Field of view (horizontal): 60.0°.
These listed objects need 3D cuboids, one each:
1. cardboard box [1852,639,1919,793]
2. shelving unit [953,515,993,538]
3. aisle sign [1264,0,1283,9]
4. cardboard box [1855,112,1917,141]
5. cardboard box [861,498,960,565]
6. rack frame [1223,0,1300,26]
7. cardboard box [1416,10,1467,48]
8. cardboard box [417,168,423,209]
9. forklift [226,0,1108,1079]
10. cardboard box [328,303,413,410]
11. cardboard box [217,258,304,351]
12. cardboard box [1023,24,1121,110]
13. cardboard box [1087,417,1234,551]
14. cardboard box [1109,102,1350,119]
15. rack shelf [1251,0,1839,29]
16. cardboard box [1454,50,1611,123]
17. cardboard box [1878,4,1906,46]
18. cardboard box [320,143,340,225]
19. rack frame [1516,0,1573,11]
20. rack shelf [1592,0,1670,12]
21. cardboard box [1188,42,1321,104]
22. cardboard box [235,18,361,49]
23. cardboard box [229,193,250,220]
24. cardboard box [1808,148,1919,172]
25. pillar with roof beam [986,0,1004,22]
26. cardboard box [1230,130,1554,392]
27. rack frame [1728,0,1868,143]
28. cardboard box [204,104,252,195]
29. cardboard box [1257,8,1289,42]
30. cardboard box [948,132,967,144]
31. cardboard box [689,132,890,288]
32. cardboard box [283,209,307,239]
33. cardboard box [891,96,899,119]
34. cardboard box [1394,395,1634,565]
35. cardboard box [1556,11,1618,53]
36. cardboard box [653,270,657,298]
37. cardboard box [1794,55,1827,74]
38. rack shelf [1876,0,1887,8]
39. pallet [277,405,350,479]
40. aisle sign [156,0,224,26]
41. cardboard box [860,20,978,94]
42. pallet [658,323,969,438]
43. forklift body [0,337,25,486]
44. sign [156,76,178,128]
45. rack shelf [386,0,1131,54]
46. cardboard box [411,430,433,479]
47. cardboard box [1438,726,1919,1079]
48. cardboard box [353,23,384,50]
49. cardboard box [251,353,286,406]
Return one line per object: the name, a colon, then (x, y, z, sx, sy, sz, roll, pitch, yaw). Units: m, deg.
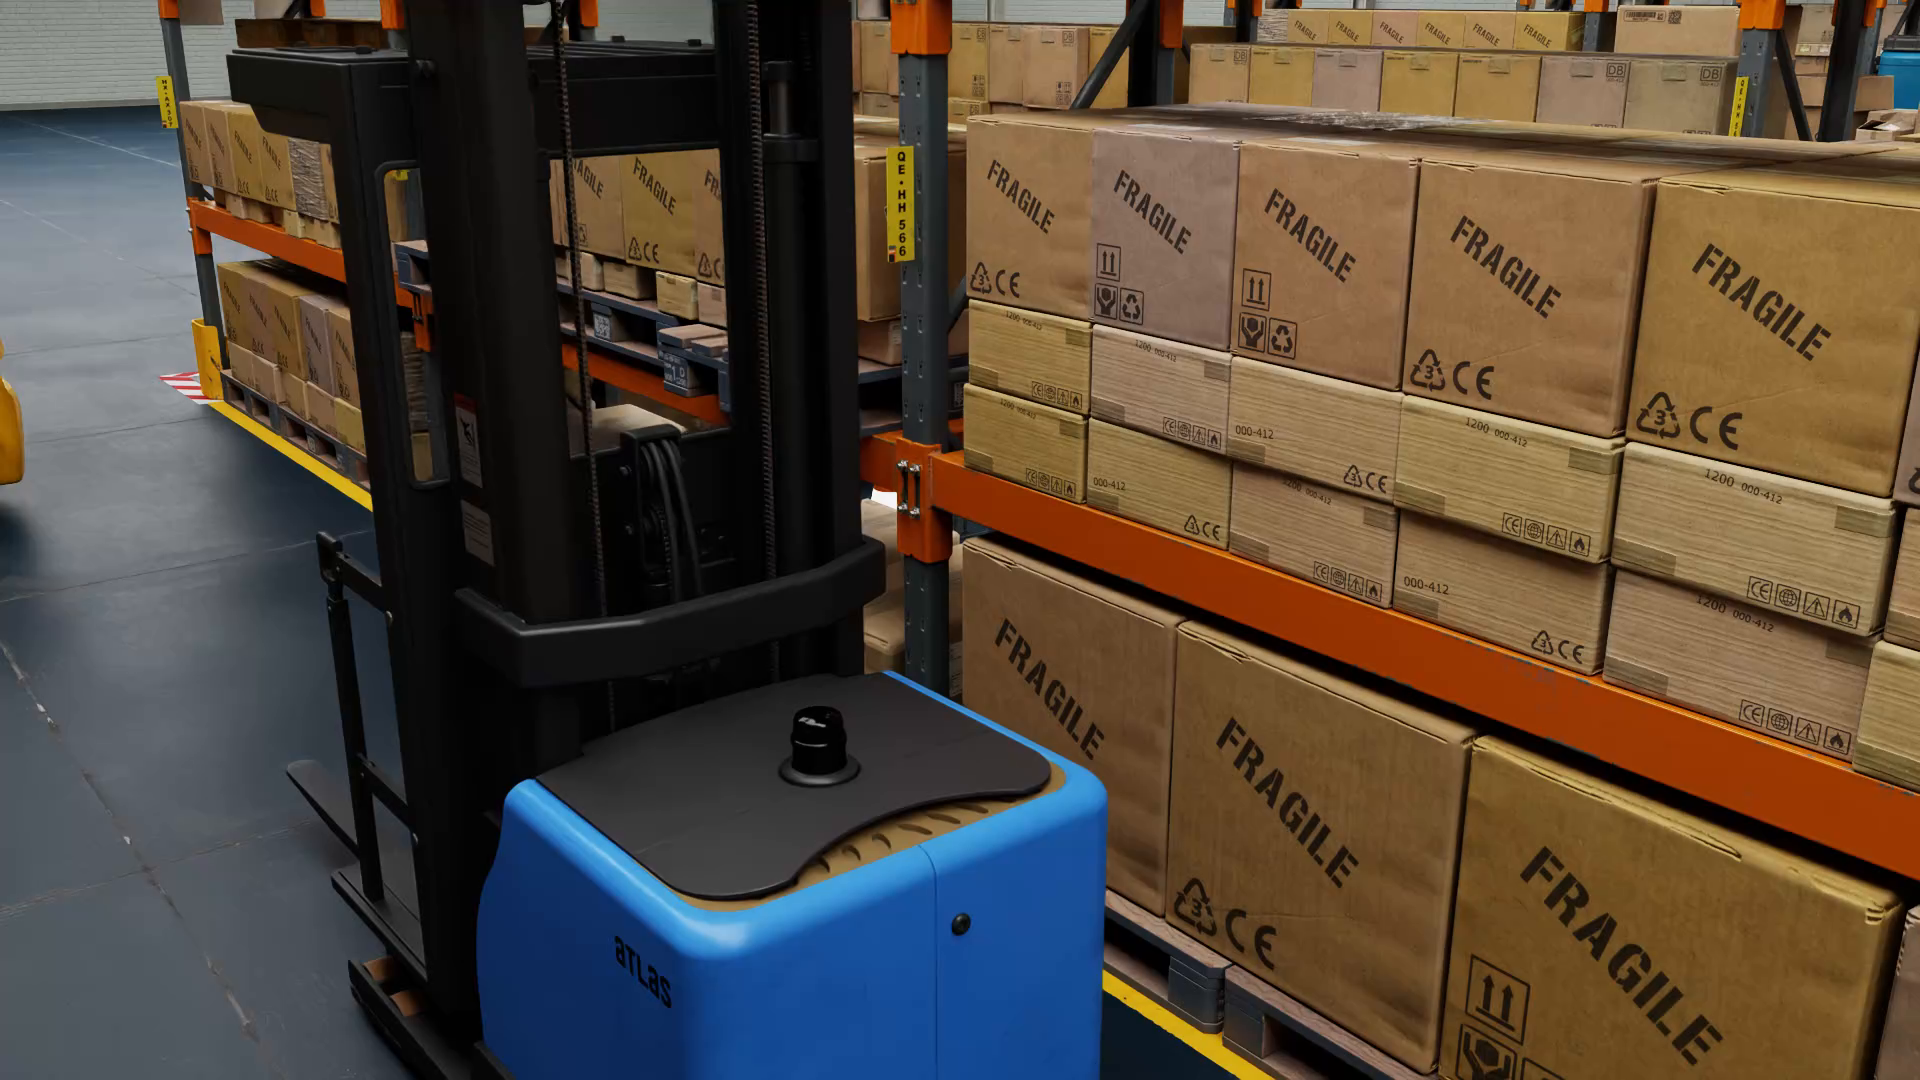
cardboard box: (1.943, 0.306, 2.904, 0.500, 0.250, 0.500, -14, 23, -37)
shelving unit: (0.005, -0.425, 8.215, 0.258, 0.900, 0.210, -14, 23, -36)
aisle sign: (3.249, -5.777, 16.901, 0.394, 0.787, 0.004, -14, 23, -36)
cardboard box: (6.773, -2.991, 12.170, 0.396, 0.266, 0.258, -15, 23, -38)
cardboard box: (-0.556, 0.163, 6.610, 0.950, 0.372, 0.625, -15, 23, -37)
rack frame: (3.053, -4.469, 17.086, 1.000, 3.000, 0.127, -14, 23, -36)
cardboard box: (4.420, -4.450, 14.807, 0.500, 0.500, 0.500, -14, 23, -36)
cardboard box: (-2.166, -1.766, 7.622, 0.500, 0.500, 0.500, -13, 23, -35)
forklift: (-0.990, -0.142, 4.130, 1.130, 2.935, 3.031, -14, 23, -37)
cardboard box: (-3.127, -1.017, 9.176, 0.500, 0.500, 0.500, -13, 23, -35)
cardboard box: (-4.416, -1.526, 10.713, 0.500, 0.500, 0.500, -15, 23, -38)
cardboard box: (0.951, -3.334, 11.704, 0.875, 0.550, 0.550, -14, 23, -36)
cardboard box: (0.691, -0.199, 4.431, 0.500, 0.250, 0.500, -15, 23, -38)
cardboard box: (0.777, -1.009, 4.888, 0.500, 0.500, 0.500, -15, 23, -38)
rack shelf: (2.827, -3.130, 9.415, 1.077, 0.370, 4.000, -14, 23, -36)
cardboard box: (3.163, -2.439, 9.208, 0.700, 0.500, 0.500, -14, 23, -37)
cardboard box: (12.089, -6.558, 21.173, 0.700, 0.500, 0.500, -14, 23, -36)
cardboard box: (-3.028, -1.924, 8.769, 0.500, 0.500, 0.500, -13, 22, -34)
rack frame: (6.935, -5.435, 20.006, 1.000, 3.000, 0.127, -14, 23, -36)
rack shelf: (6.778, -4.073, 12.263, 1.077, 0.370, 4.000, -14, 23, -36)
cardboard box: (1.898, -2.941, 10.722, 0.700, 0.500, 0.500, -14, 23, -37)
cardboard box: (-4.227, -3.115, 10.774, 0.700, 0.500, 0.500, -15, 23, -37)
cardboard box: (-4.277, -2.079, 10.269, 0.380, 0.149, 0.250, -14, 23, -35)
cardboard box: (2.040, -0.508, 3.376, 0.500, 0.500, 0.500, -15, 23, -37)
pillar with roof beam: (-2.462, -15.287, 40.213, 9.100, 9.000, 0.400, -14, 23, -36)
cardboard box: (0.991, -0.665, 3.850, 0.500, 0.500, 0.500, -13, 22, -35)
rack frame: (4.069, -1.554, 8.285, 1.000, 3.000, 0.127, -14, 23, -36)
cardboard box: (-4.315, -2.425, 10.283, 0.500, 0.500, 0.500, -13, 22, -34)
cardboard box: (3.181, -4.943, 16.297, 0.500, 0.500, 0.500, -14, 23, -36)
cardboard box: (0.153, -1.107, 5.635, 0.500, 0.500, 0.500, -15, 23, -38)
cardboard box: (-0.578, -1.134, 5.716, 0.500, 0.500, 0.500, -14, 23, -37)
cardboard box: (-3.628, -1.824, 9.500, 0.380, 0.149, 0.250, -14, 23, -36)
cardboard box: (-0.024, -3.220, 13.078, 0.875, 0.550, 0.550, -14, 23, -36)
cardboard box: (1.297, -0.176, 3.566, 0.500, 0.250, 0.500, -13, 23, -35)
cardboard box: (5.456, -4.307, 14.375, 0.500, 0.500, 0.500, -14, 23, -36)
cardboard box: (-0.940, -0.999, 6.338, 0.380, 0.149, 0.250, -14, 23, -36)
cardboard box: (11.430, -6.203, 22.164, 0.700, 0.500, 0.500, -13, 22, -35)
rack shelf: (10.661, -5.039, 15.182, 1.077, 0.370, 4.000, -14, 23, -36)
pallet: (-3.439, -0.685, 10.094, 1.003, 0.211, 1.213, -14, 23, -36)
aisle sign: (-4.997, -3.723, 10.700, 0.394, 0.787, 0.004, -14, 23, -36)
cardboard box: (-0.284, -3.893, 13.391, 0.875, 0.550, 0.550, -14, 23, -36)
pallet: (-0.275, -0.627, 5.790, 1.213, 0.211, 1.003, -14, 23, -36)
forklift body: (-5.997, -1.051, 8.114, 2.313, 2.155, 1.214, -14, 23, -36)
sign: (-5.141, -2.840, 10.789, 0.100, 0.325, 0.005, -14, 23, -36)
rack shelf: (-0.990, -2.139, 6.422, 1.077, 0.370, 4.000, -14, 23, -36)
cardboard box: (-2.810, -0.536, 8.916, 0.500, 0.250, 0.500, -13, 22, -34)
cardboard box: (1.720, 0.873, 3.665, 0.875, 0.875, 0.875, -13, 22, -35)
cardboard box: (-2.926, -2.622, 9.287, 0.700, 0.500, 0.500, -15, 23, -37)
cardboard box: (-4.121, -1.049, 10.464, 0.500, 0.250, 0.500, -13, 22, -34)
